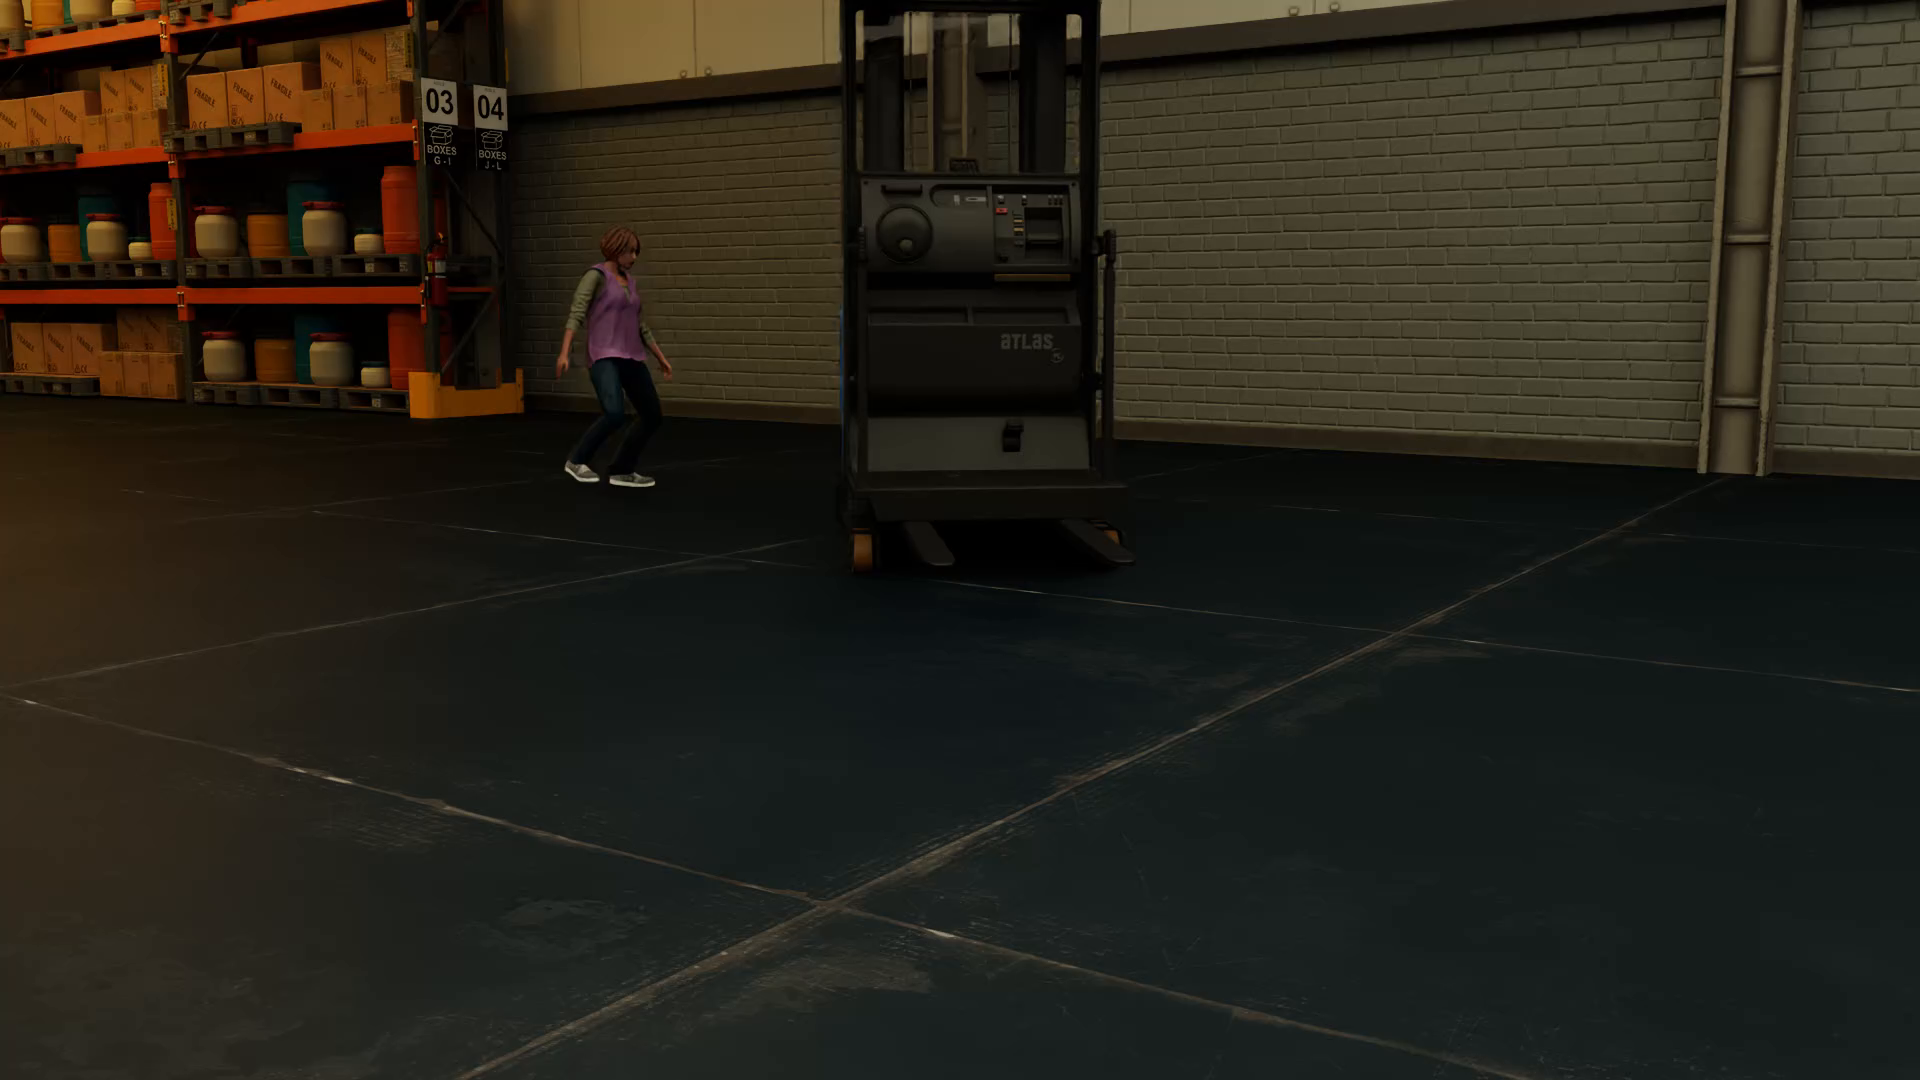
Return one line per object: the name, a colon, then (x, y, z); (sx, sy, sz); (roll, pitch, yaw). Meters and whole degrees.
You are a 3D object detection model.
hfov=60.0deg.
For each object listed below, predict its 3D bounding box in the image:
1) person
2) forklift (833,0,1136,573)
person: (-1.971, -1.019, 9.460); (0.459, 1.512, 0.744); (5, 10, 33)
forklift: (0.073, -1.366, 6.797); (1.130, 2.935, 3.031); (-1, 8, -6)
